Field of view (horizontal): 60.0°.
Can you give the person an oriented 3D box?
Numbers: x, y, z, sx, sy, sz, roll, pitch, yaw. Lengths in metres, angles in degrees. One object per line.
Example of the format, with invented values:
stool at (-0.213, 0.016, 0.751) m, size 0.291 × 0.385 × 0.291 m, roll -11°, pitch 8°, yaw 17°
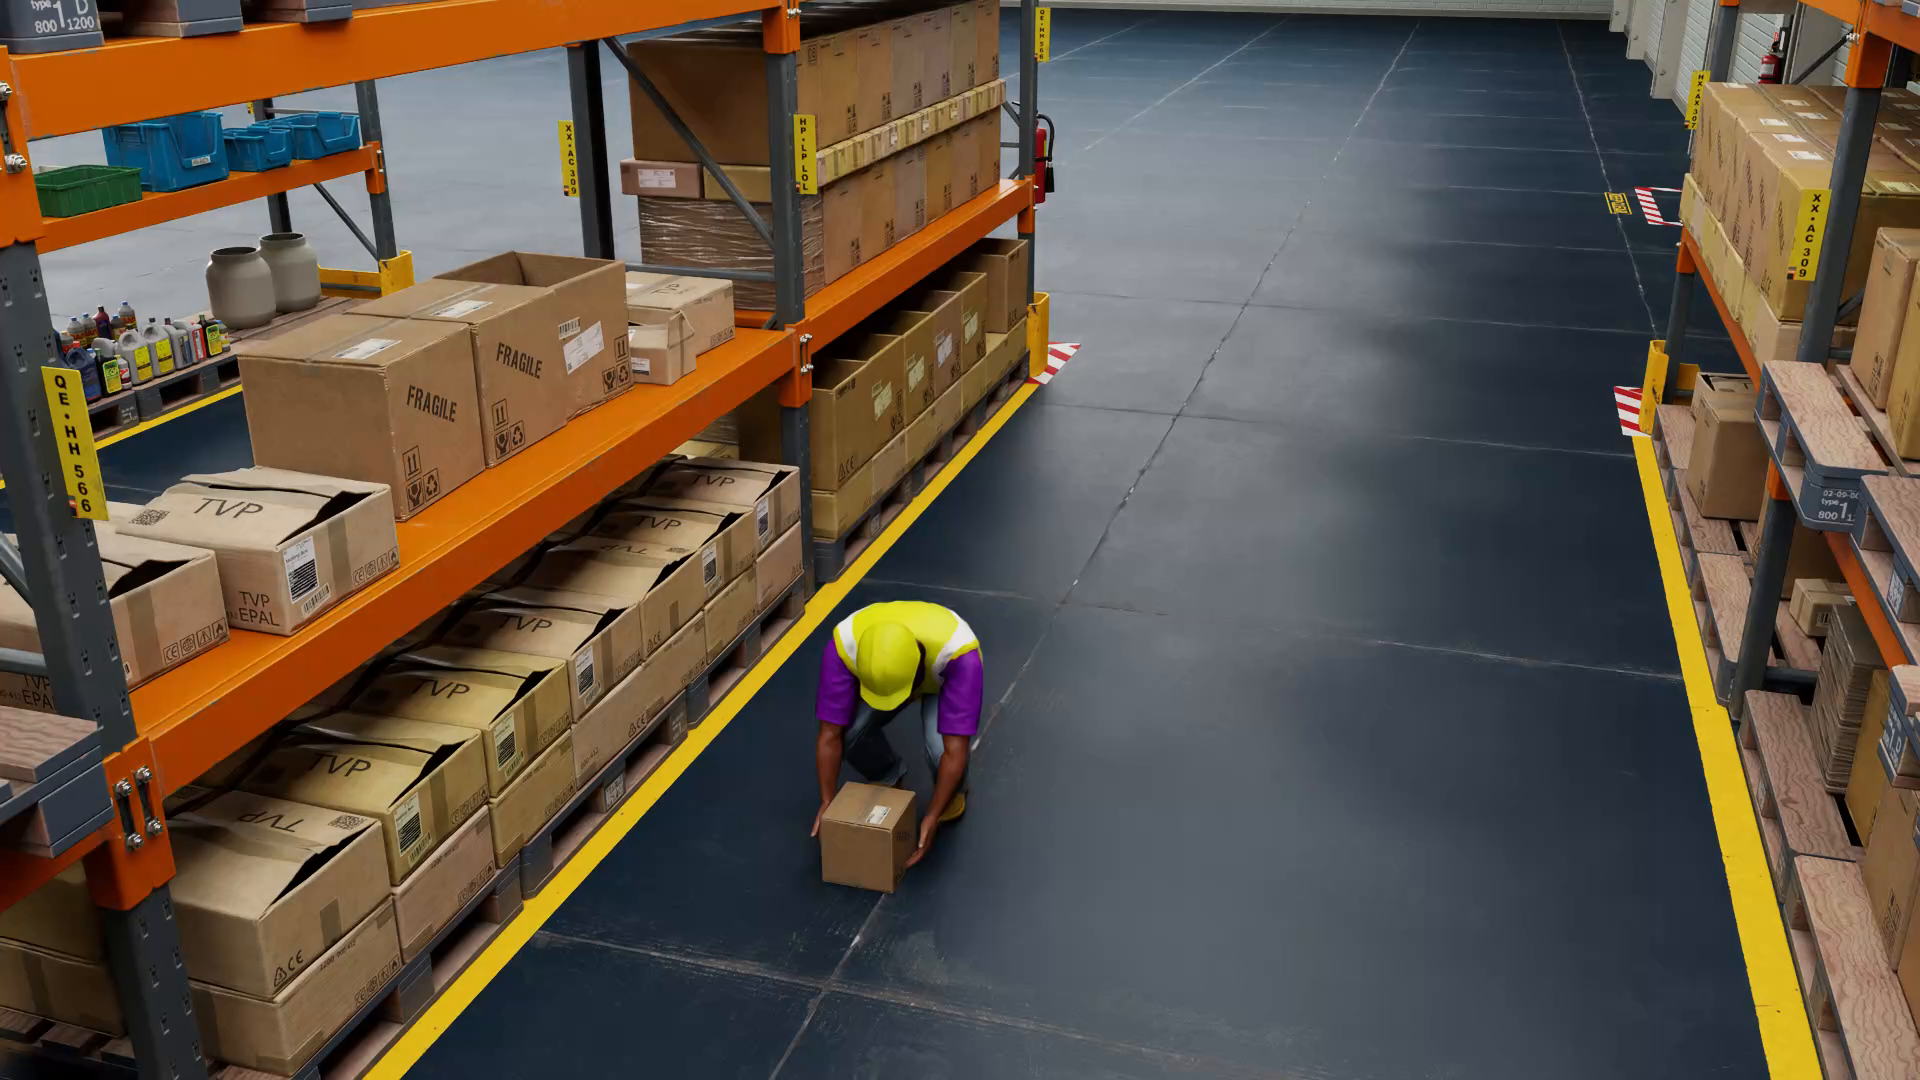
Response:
person at (-0.165, 0.572, 5.765) m, size 0.569 × 0.926 × 0.896 m, roll 7°, pitch 23°, yaw 16°
